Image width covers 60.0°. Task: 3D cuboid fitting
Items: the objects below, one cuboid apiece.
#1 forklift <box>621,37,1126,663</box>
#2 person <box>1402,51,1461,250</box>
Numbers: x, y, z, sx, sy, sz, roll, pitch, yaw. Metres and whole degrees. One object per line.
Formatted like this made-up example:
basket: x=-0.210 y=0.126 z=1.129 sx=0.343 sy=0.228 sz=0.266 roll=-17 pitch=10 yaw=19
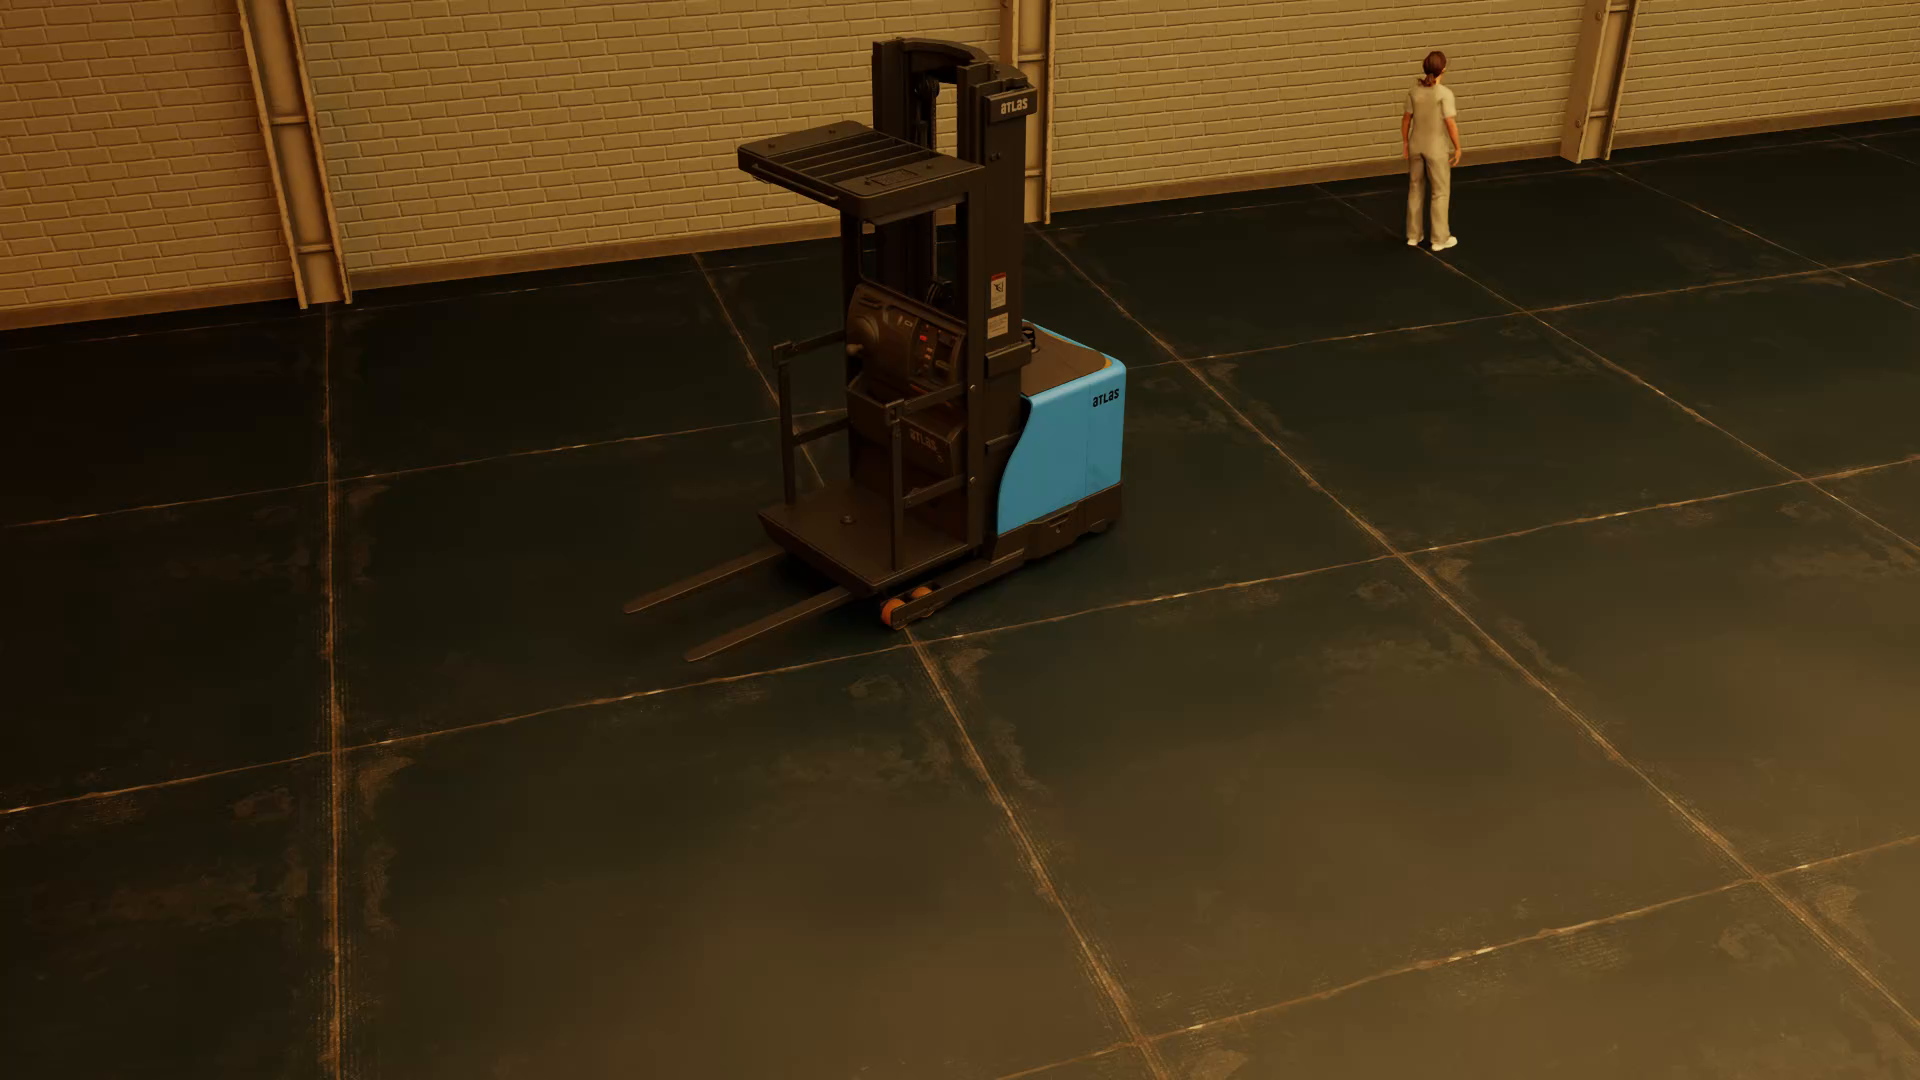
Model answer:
forklift: x=-0.461 y=-1.072 z=8.951 sx=3.031 sy=2.935 sz=1.130 roll=-23 pitch=37 yaw=-34
person: x=3.997 y=-3.298 z=14.090 sx=0.526 sy=1.675 sz=0.512 roll=26 pitch=39 yaw=37
